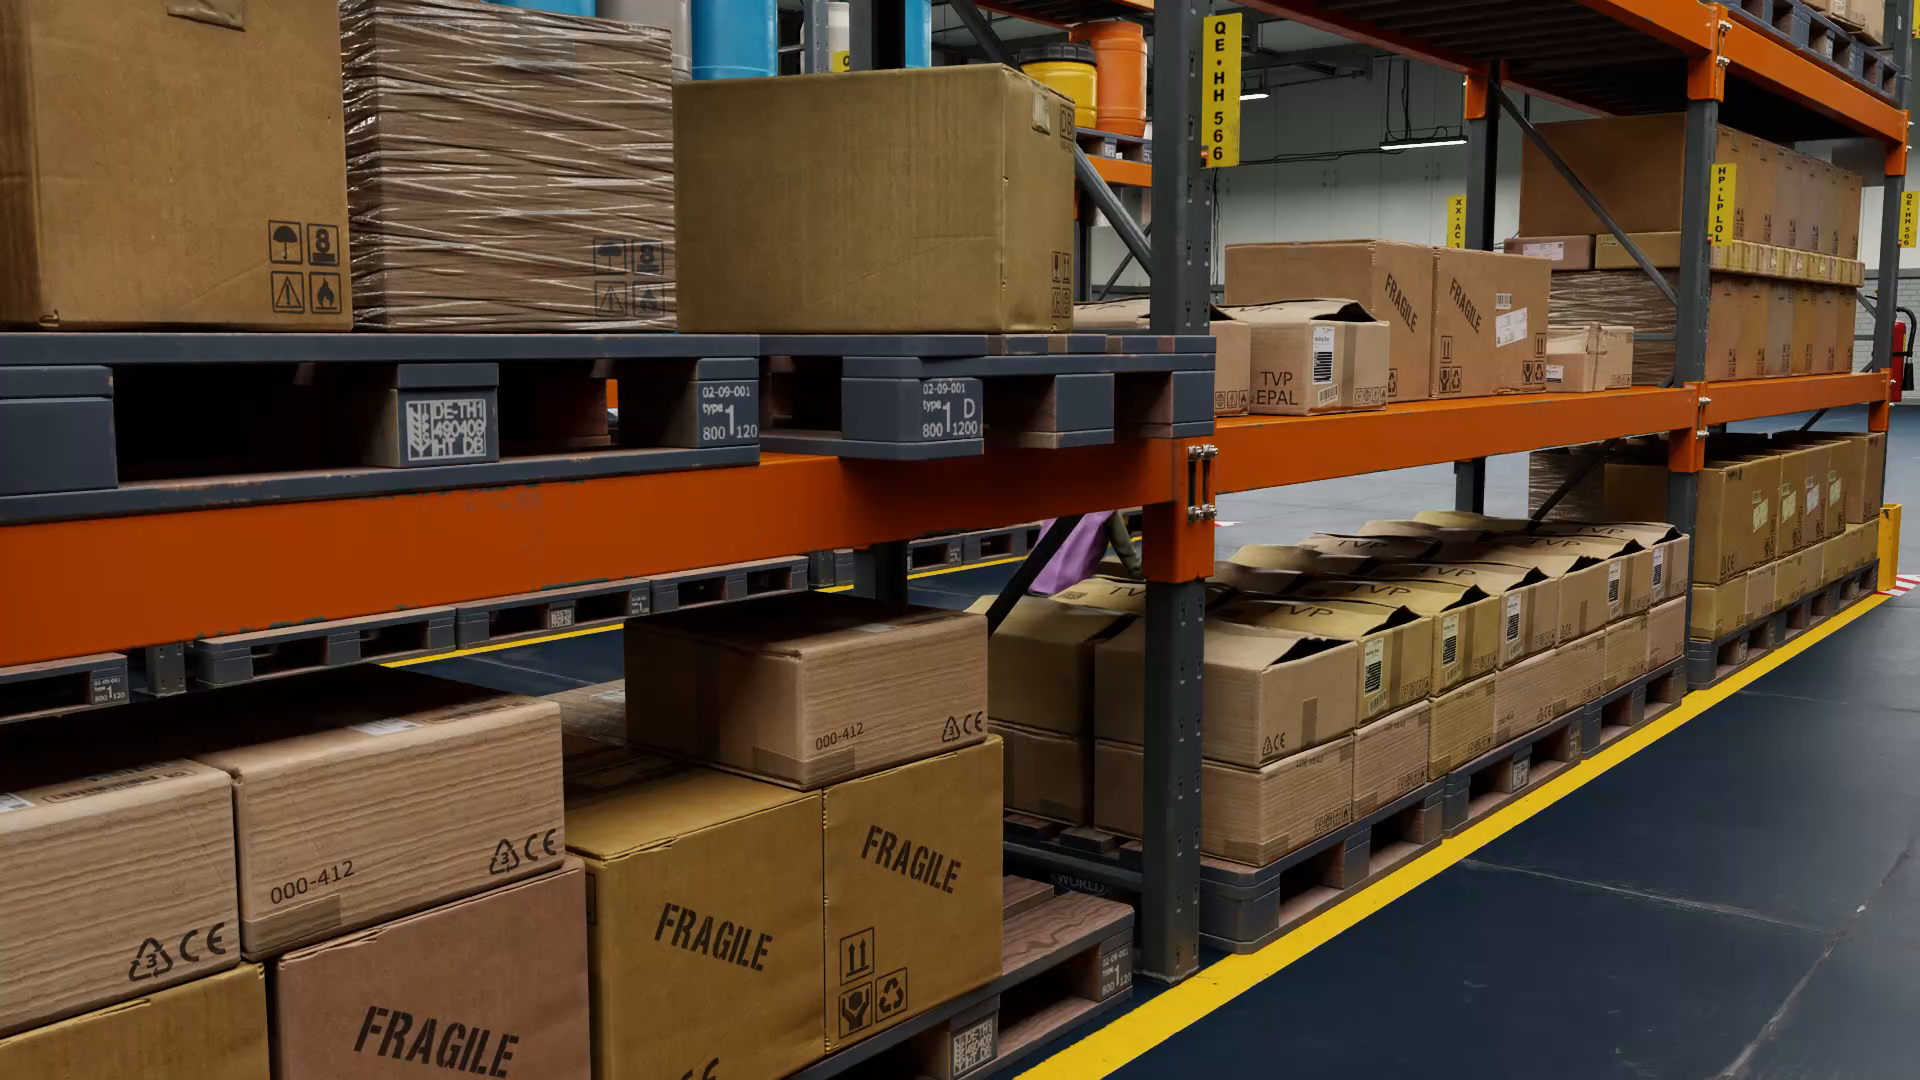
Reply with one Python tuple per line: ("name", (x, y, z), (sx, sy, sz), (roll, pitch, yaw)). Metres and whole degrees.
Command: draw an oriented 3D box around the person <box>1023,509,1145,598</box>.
("person", (0.573, 0.141, 7.728), (0.449, 0.877, 0.811), (6, 9, 39))
